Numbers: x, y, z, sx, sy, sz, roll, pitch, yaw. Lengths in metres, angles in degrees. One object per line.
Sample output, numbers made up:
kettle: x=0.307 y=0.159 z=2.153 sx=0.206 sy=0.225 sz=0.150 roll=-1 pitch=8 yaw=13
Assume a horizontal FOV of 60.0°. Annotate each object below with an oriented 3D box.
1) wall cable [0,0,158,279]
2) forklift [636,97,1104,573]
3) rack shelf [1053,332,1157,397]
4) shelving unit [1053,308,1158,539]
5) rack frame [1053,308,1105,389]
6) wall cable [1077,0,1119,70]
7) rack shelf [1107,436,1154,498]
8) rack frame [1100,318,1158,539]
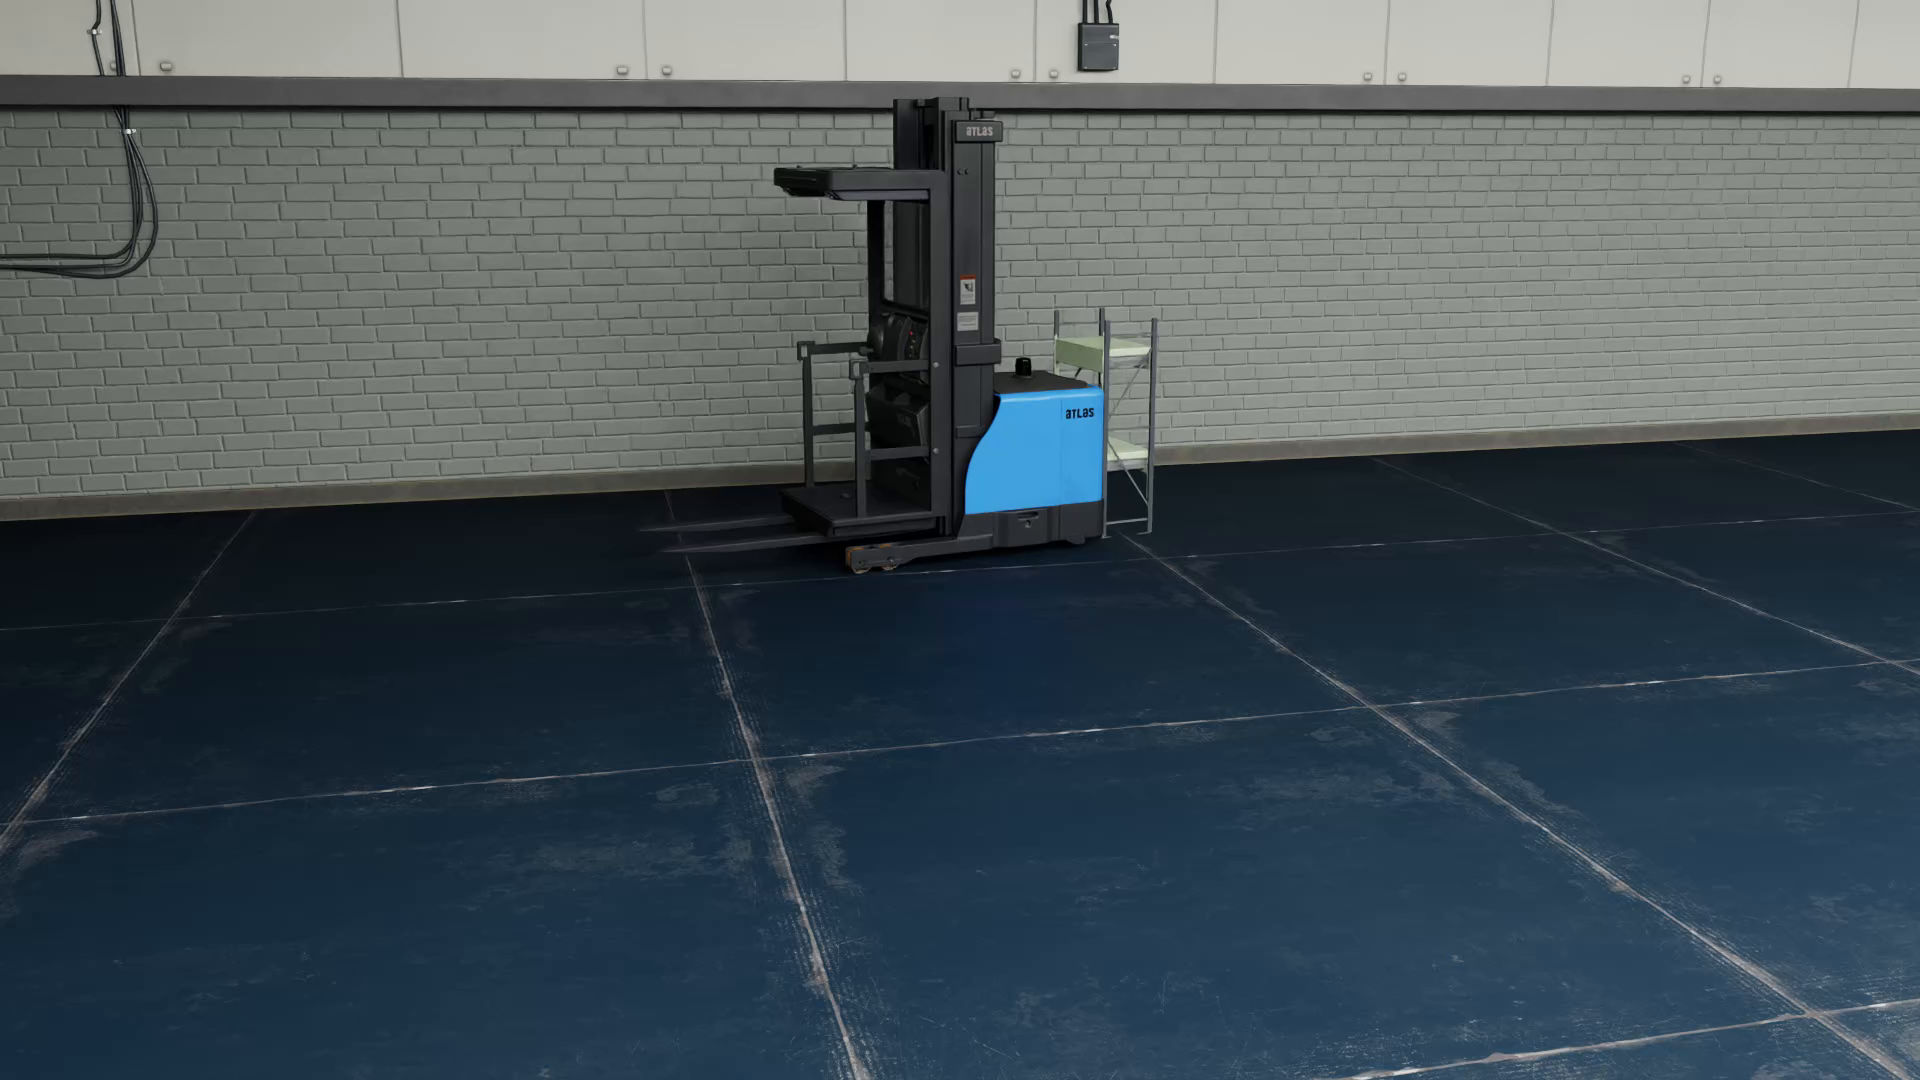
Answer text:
wall cable: x=-7.171 y=-2.977 z=11.192 sx=3.097 sy=2.526 sz=0.112 roll=-3 pitch=14 yaw=-13
forklift: x=-0.587 y=-1.354 z=10.795 sx=3.031 sy=2.935 sz=1.130 roll=-6 pitch=15 yaw=-23
rack shelf: x=1.004 y=-1.218 z=11.607 sx=0.431 sy=0.370 sz=0.720 roll=-6 pitch=15 yaw=-23
shelving unit: x=1.004 y=-0.839 z=11.699 sx=0.431 sy=1.500 sz=0.755 roll=-6 pitch=15 yaw=-23
rack frame: x=0.854 y=-0.918 z=12.023 sx=0.400 sy=1.500 sz=0.023 roll=-6 pitch=15 yaw=-23
wall cable: x=2.061 y=-6.663 z=12.571 sx=2.305 sy=6.003 sz=0.169 roll=-3 pitch=14 yaw=-13
rack shelf: x=1.004 y=-0.522 z=11.777 sx=0.431 sy=0.370 sz=0.720 roll=-6 pitch=15 yaw=-23
rack frame: x=1.154 y=-0.759 z=11.375 sx=0.400 sy=1.500 sz=0.023 roll=-6 pitch=15 yaw=-23
